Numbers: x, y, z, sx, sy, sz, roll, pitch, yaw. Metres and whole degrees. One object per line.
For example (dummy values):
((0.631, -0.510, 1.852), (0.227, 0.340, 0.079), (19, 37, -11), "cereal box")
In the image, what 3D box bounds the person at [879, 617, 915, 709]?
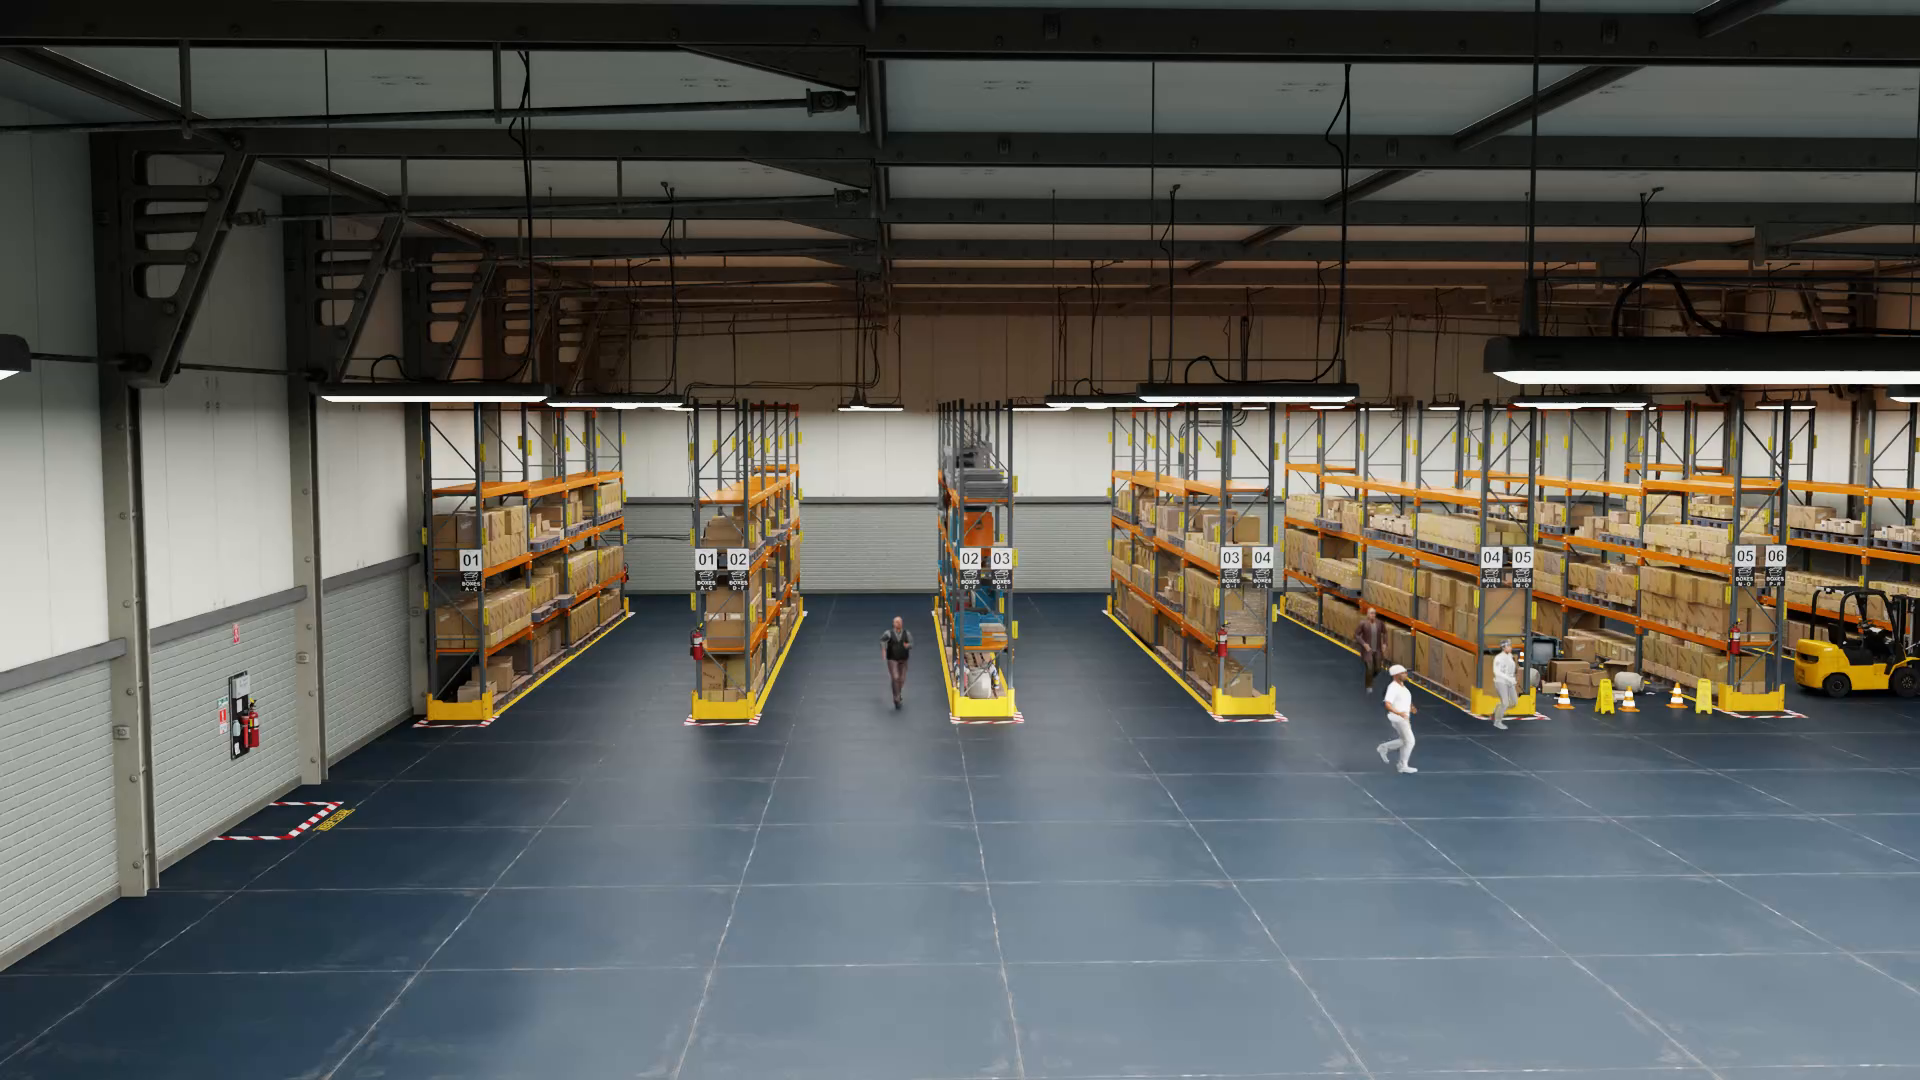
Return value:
((-1.213, 2.373, 32.521), (0.645, 1.740, 0.916), (-1, 5, -17), "person")

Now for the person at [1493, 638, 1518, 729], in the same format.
((9.946, 2.603, 30.234), (0.639, 1.654, 0.523), (-3, 6, -38), "person")

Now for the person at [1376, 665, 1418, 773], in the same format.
((6.979, 2.847, 26.559), (0.675, 1.721, 0.703), (2, 5, 26), "person")

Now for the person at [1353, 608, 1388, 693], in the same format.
((8.458, 2.287, 34.213), (0.746, 1.692, 0.658), (-1, 4, -7), "person")
